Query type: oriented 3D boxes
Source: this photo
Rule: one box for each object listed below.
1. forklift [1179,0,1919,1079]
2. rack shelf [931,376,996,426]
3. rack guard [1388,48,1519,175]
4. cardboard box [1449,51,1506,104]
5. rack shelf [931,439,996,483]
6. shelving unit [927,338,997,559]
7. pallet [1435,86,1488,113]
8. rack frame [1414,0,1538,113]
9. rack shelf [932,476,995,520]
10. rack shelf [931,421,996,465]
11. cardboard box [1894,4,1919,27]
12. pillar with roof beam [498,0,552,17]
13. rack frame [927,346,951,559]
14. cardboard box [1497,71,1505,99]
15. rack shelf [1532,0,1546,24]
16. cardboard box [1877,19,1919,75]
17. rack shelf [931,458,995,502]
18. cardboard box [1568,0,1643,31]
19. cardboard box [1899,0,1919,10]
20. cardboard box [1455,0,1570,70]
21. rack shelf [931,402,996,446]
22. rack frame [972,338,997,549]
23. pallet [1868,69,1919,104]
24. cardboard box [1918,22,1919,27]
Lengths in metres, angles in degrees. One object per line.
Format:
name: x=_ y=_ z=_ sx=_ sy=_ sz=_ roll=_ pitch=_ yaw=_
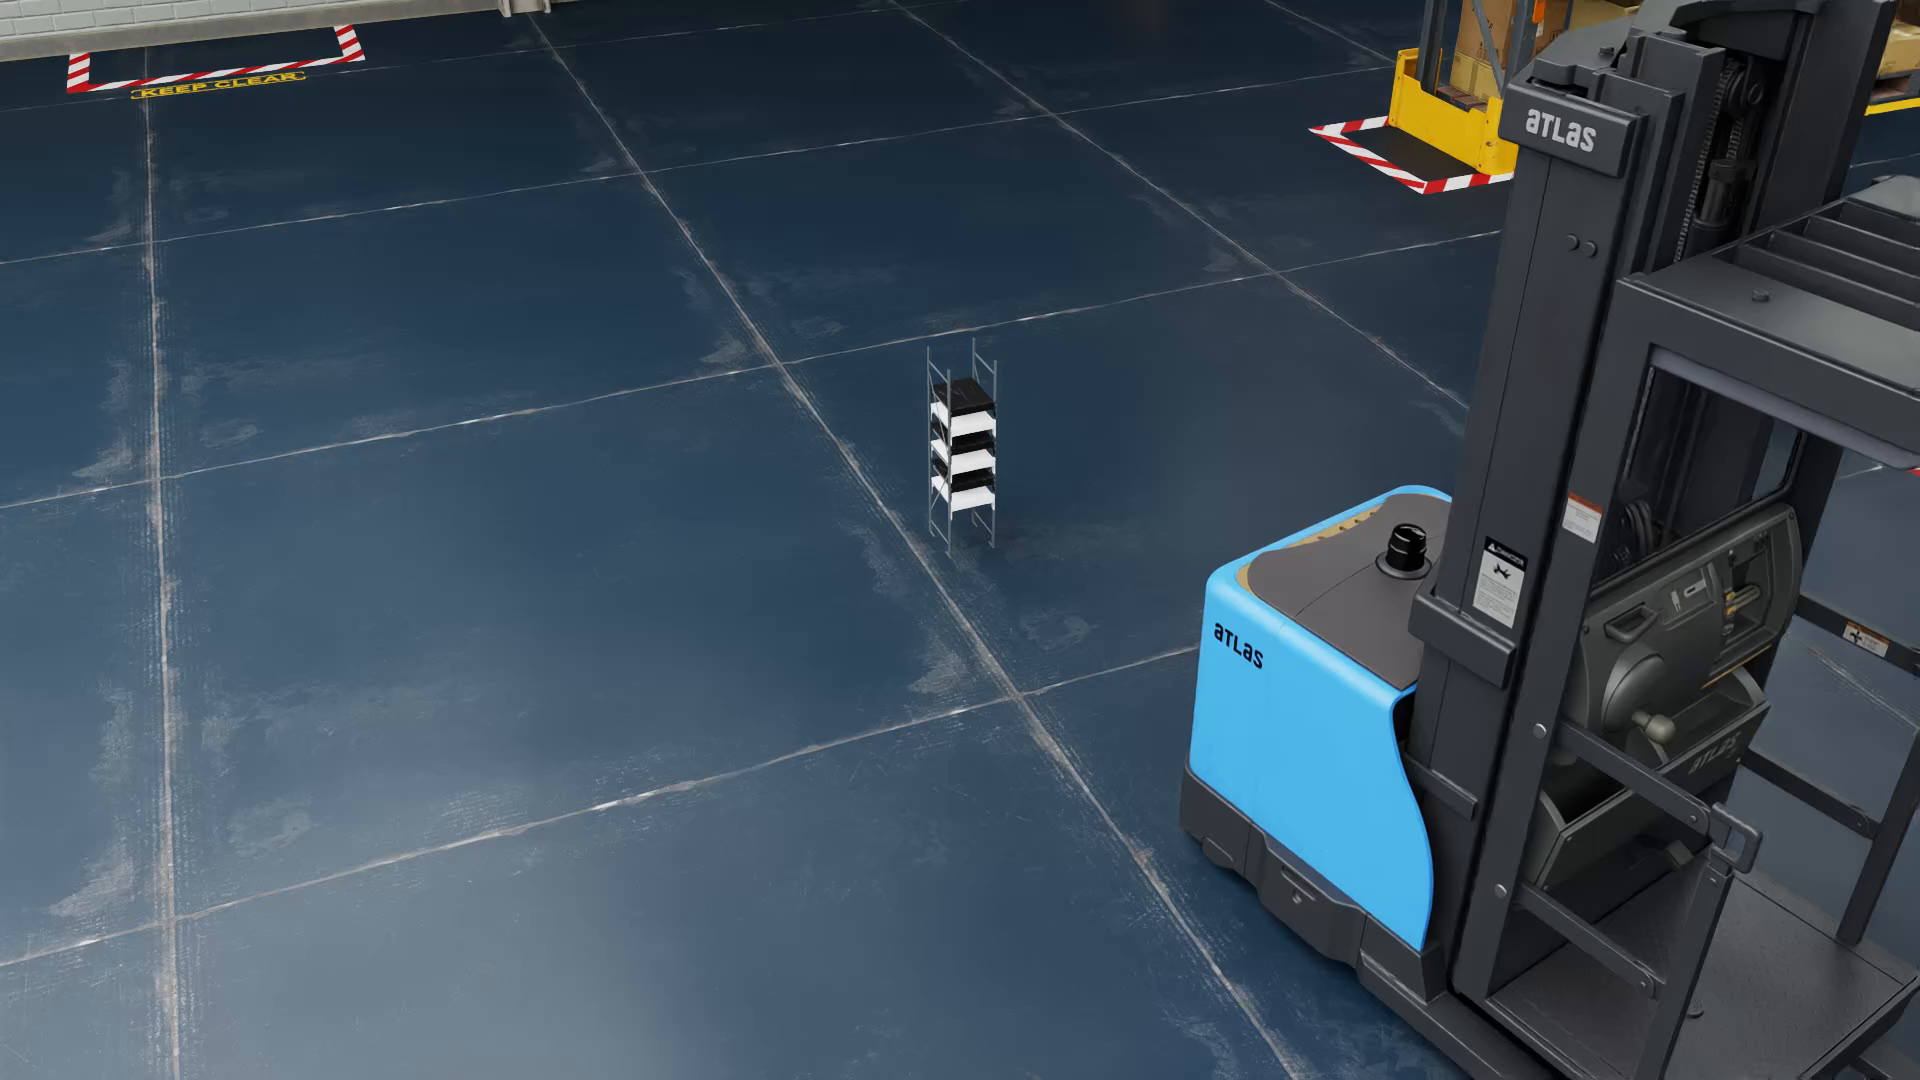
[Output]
forklift: x=2.016 y=0.268 z=4.150 sx=1.130 sy=2.935 sz=3.031 roll=-21 pitch=39 yaw=-29
rack shelf: x=0.007 y=-0.577 z=6.878 sx=0.200 sy=0.077 sz=0.258 roll=-13 pitch=35 yaw=-19
rack guard: x=3.402 y=-2.927 z=11.291 sx=0.348 sy=0.500 sz=1.175 roll=-13 pitch=35 yaw=-19
cardboard box: x=3.804 y=-3.266 z=11.655 sx=0.500 sy=0.250 sz=0.500 roll=-13 pitch=35 yaw=-19
rack shelf: x=0.007 y=-0.351 z=7.025 sx=0.200 sy=0.077 sz=0.258 roll=-13 pitch=35 yaw=-19
shelving unit: x=0.007 y=-0.379 z=7.007 sx=0.210 sy=0.900 sz=0.258 roll=-13 pitch=35 yaw=-19
pallet: x=4.113 y=-2.994 z=11.658 sx=1.213 sy=0.211 sz=1.003 roll=-13 pitch=35 yaw=-19
rack frame: x=3.424 y=-3.980 z=10.617 sx=0.127 sy=3.000 sz=1.000 roll=-13 pitch=35 yaw=-19
rack shelf: x=0.007 y=-0.200 z=7.124 sx=0.200 sy=0.077 sz=0.258 roll=-13 pitch=35 yaw=-19
rack shelf: x=0.007 y=-0.426 z=6.976 sx=0.200 sy=0.077 sz=0.258 roll=-13 pitch=35 yaw=-19
cardboard box: x=7.382 y=-4.082 z=12.909 sx=0.500 sy=0.250 sz=0.500 roll=-13 pitch=35 yaw=-19
pillar with roof beam: x=-2.052 y=-6.136 z=8.430 sx=0.400 sy=9.000 sz=9.100 roll=-13 pitch=35 yaw=-19
rack frame: x=-0.086 y=-0.357 z=6.974 sx=0.006 sy=0.900 sz=0.240 roll=-13 pitch=35 yaw=-19
cardboard box: x=4.005 y=-3.005 z=11.254 sx=0.500 sy=0.250 sz=0.500 roll=-13 pitch=35 yaw=-19
rack shelf: x=5.268 y=-4.101 z=11.462 sx=4.000 sy=0.370 sz=1.077 roll=-13 pitch=35 yaw=-19
cardboard box: x=6.769 y=-3.640 z=12.231 sx=0.500 sy=0.250 sz=0.500 roll=-13 pitch=35 yaw=-19
rack shelf: x=0.007 y=-0.276 z=7.074 sx=0.200 sy=0.077 sz=0.258 roll=-13 pitch=35 yaw=-19
cardboard box: x=4.465 y=-3.426 z=11.213 sx=0.500 sy=0.500 sz=0.500 roll=-13 pitch=35 yaw=-19
cardboard box: x=7.375 y=-4.313 z=12.750 sx=0.500 sy=0.311 sz=0.500 roll=-13 pitch=35 yaw=-19
cardboard box: x=3.803 y=-3.581 z=11.452 sx=0.500 sy=0.500 sz=0.500 roll=-13 pitch=35 yaw=-19
rack shelf: x=0.007 y=-0.502 z=6.927 sx=0.200 sy=0.077 sz=0.258 roll=-13 pitch=35 yaw=-19
rack frame: x=0.101 y=-0.400 z=7.040 sx=0.006 sy=0.900 sz=0.240 roll=-13 pitch=35 yaw=-19
pallet: x=6.363 y=-3.509 z=12.450 sx=1.213 sy=0.211 sz=1.003 roll=-13 pitch=35 yaw=-19
cardboard box: x=7.580 y=-3.809 z=12.490 sx=0.500 sy=0.250 sz=0.500 roll=-14 pitch=35 yaw=-20
